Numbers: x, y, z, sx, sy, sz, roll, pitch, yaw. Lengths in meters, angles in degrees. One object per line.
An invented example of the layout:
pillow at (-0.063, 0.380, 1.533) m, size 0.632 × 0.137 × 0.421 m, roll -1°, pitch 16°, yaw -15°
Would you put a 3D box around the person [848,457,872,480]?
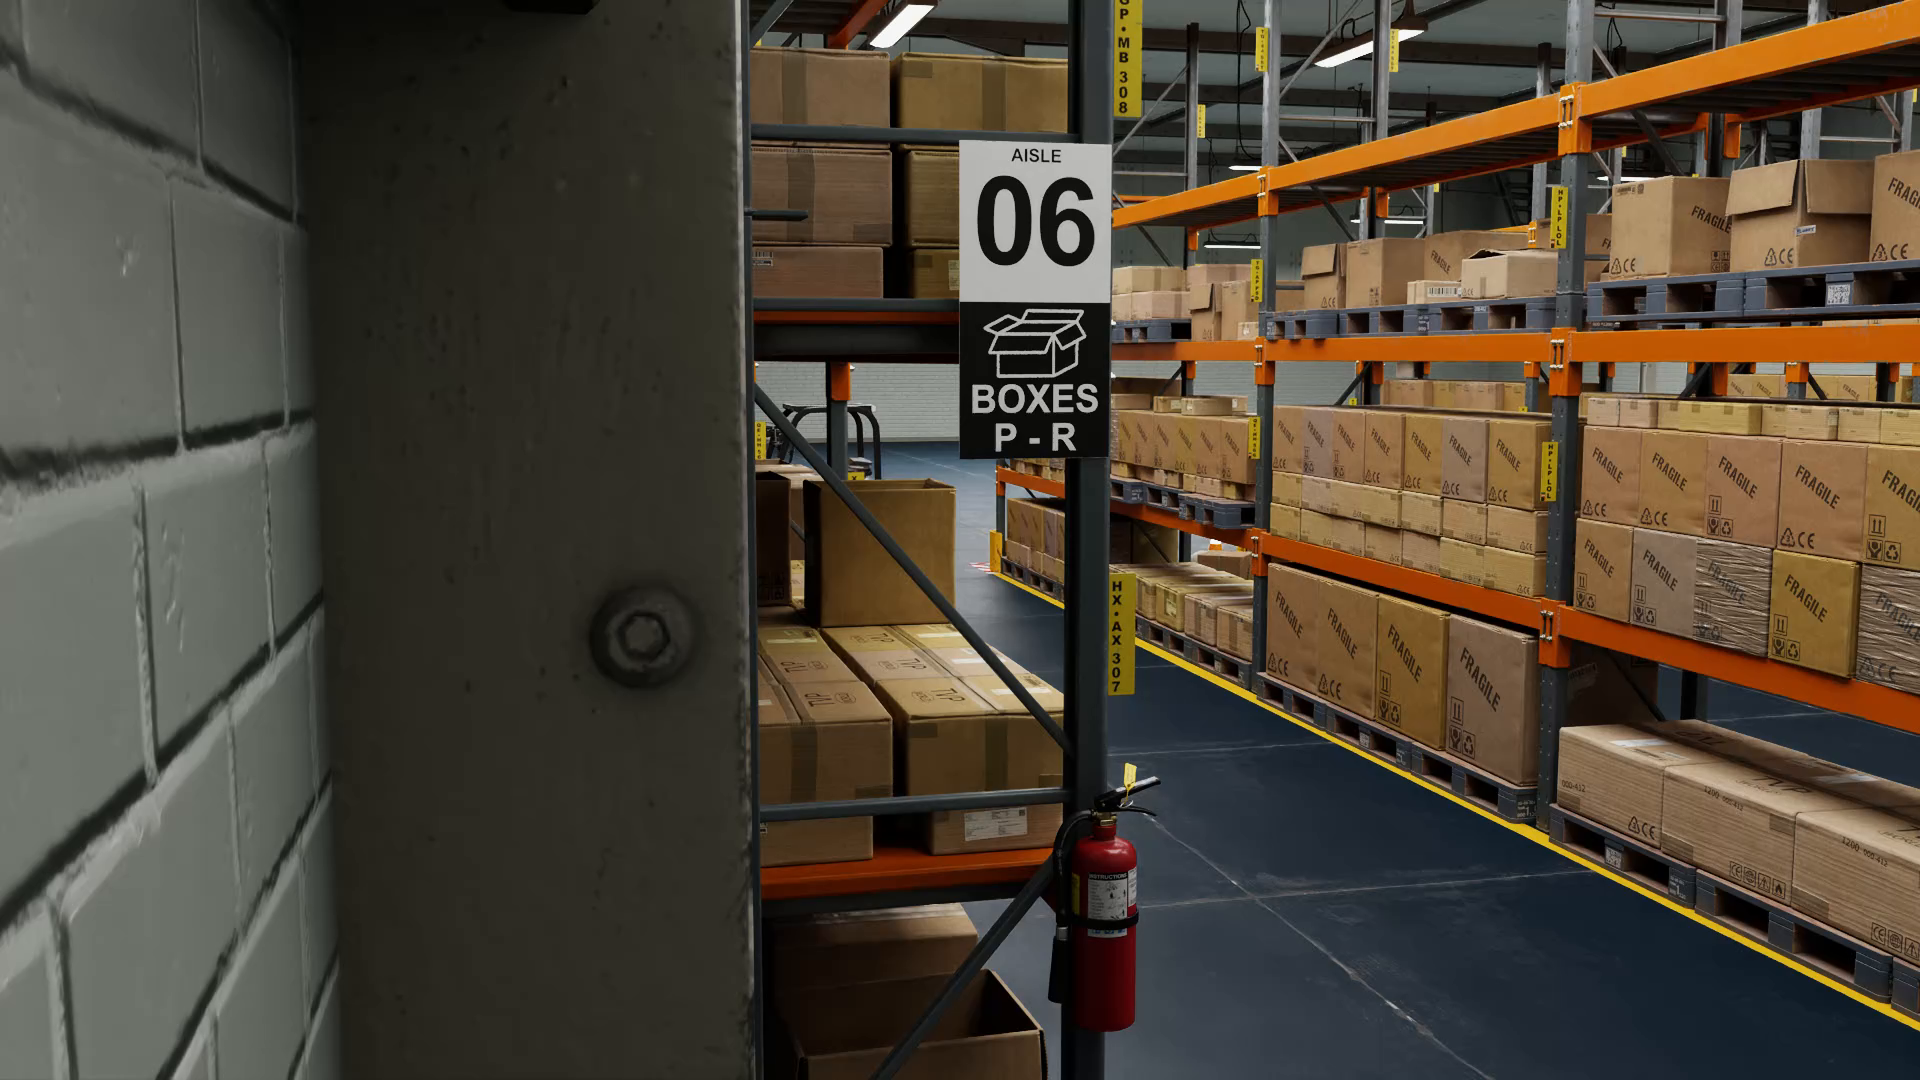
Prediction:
person at (-0.977, -0.015, 16.972) m, size 0.374 × 1.665 × 0.546 m, roll -2°, pitch 7°, yaw -17°
